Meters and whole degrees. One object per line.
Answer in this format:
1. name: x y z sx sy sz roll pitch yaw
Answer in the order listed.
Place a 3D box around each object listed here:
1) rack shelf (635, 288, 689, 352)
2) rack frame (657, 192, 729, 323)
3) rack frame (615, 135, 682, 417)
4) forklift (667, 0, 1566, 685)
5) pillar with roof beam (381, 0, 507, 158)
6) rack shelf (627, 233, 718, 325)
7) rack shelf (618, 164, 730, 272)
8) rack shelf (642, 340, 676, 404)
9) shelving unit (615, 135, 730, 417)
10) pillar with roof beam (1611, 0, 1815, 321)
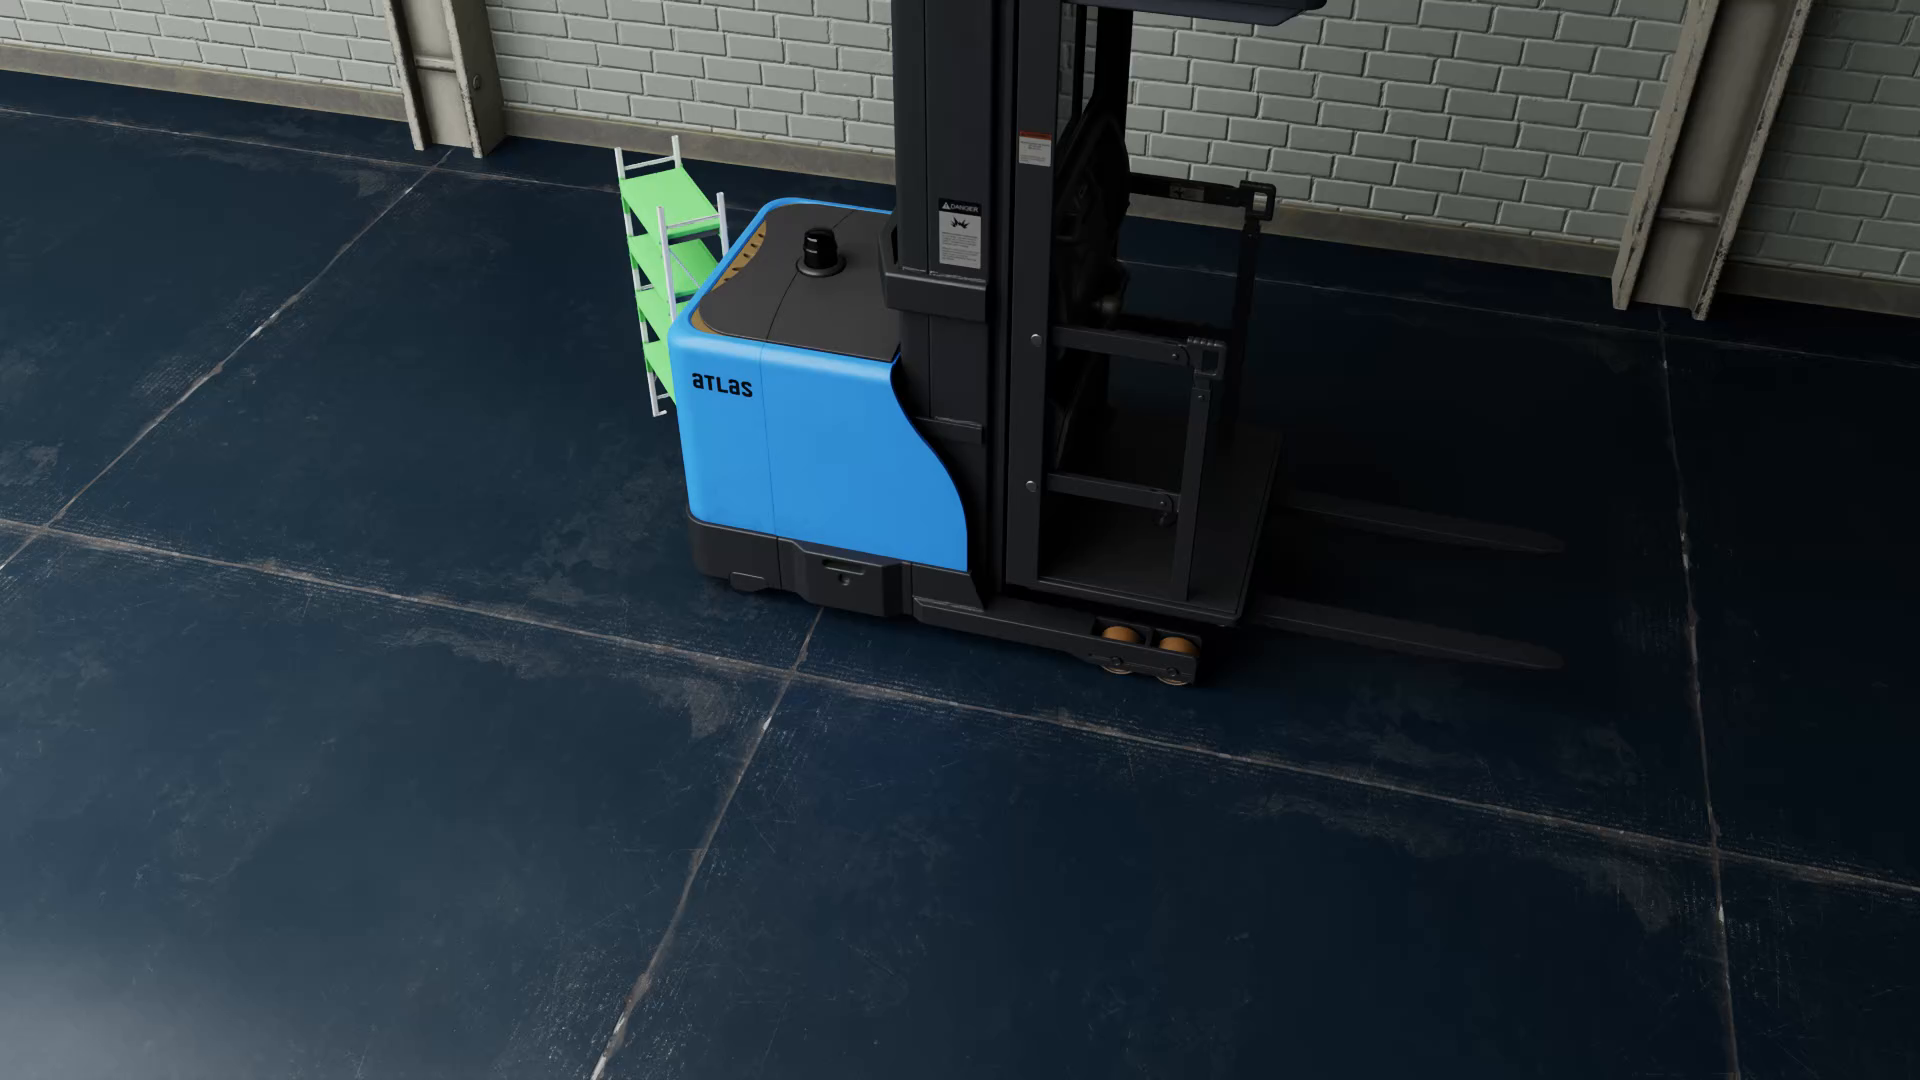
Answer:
1. rack shelf: -1.047 -0.816 6.388 0.258 0.148 0.480 -18 43 -20
2. rack frame: -0.939 -0.724 6.179 0.240 1.200 0.015 -18 43 -20
3. rack frame: -1.155 -1.006 6.514 0.240 1.200 0.015 -18 43 -20
4. forklift: 0.601 -1.011 5.174 3.031 2.935 1.130 11 41 12
5. pillar with roof beam: -3.732 -2.875 2.676 0.400 9.000 9.100 10 41 11
6. rack shelf: -1.047 -1.000 6.234 0.258 0.148 0.480 -18 43 -20
7. rack shelf: -1.047 -1.183 6.079 0.258 0.148 0.480 -18 43 -20
8. rack shelf: -1.047 -0.632 6.542 0.258 0.148 0.480 -18 43 -20
9. shelving unit: -1.047 -0.865 6.347 0.258 1.200 0.503 -18 43 -20
10. pillar with roof beam: 2.064 -1.877 1.488 0.400 9.000 9.100 10 41 11
